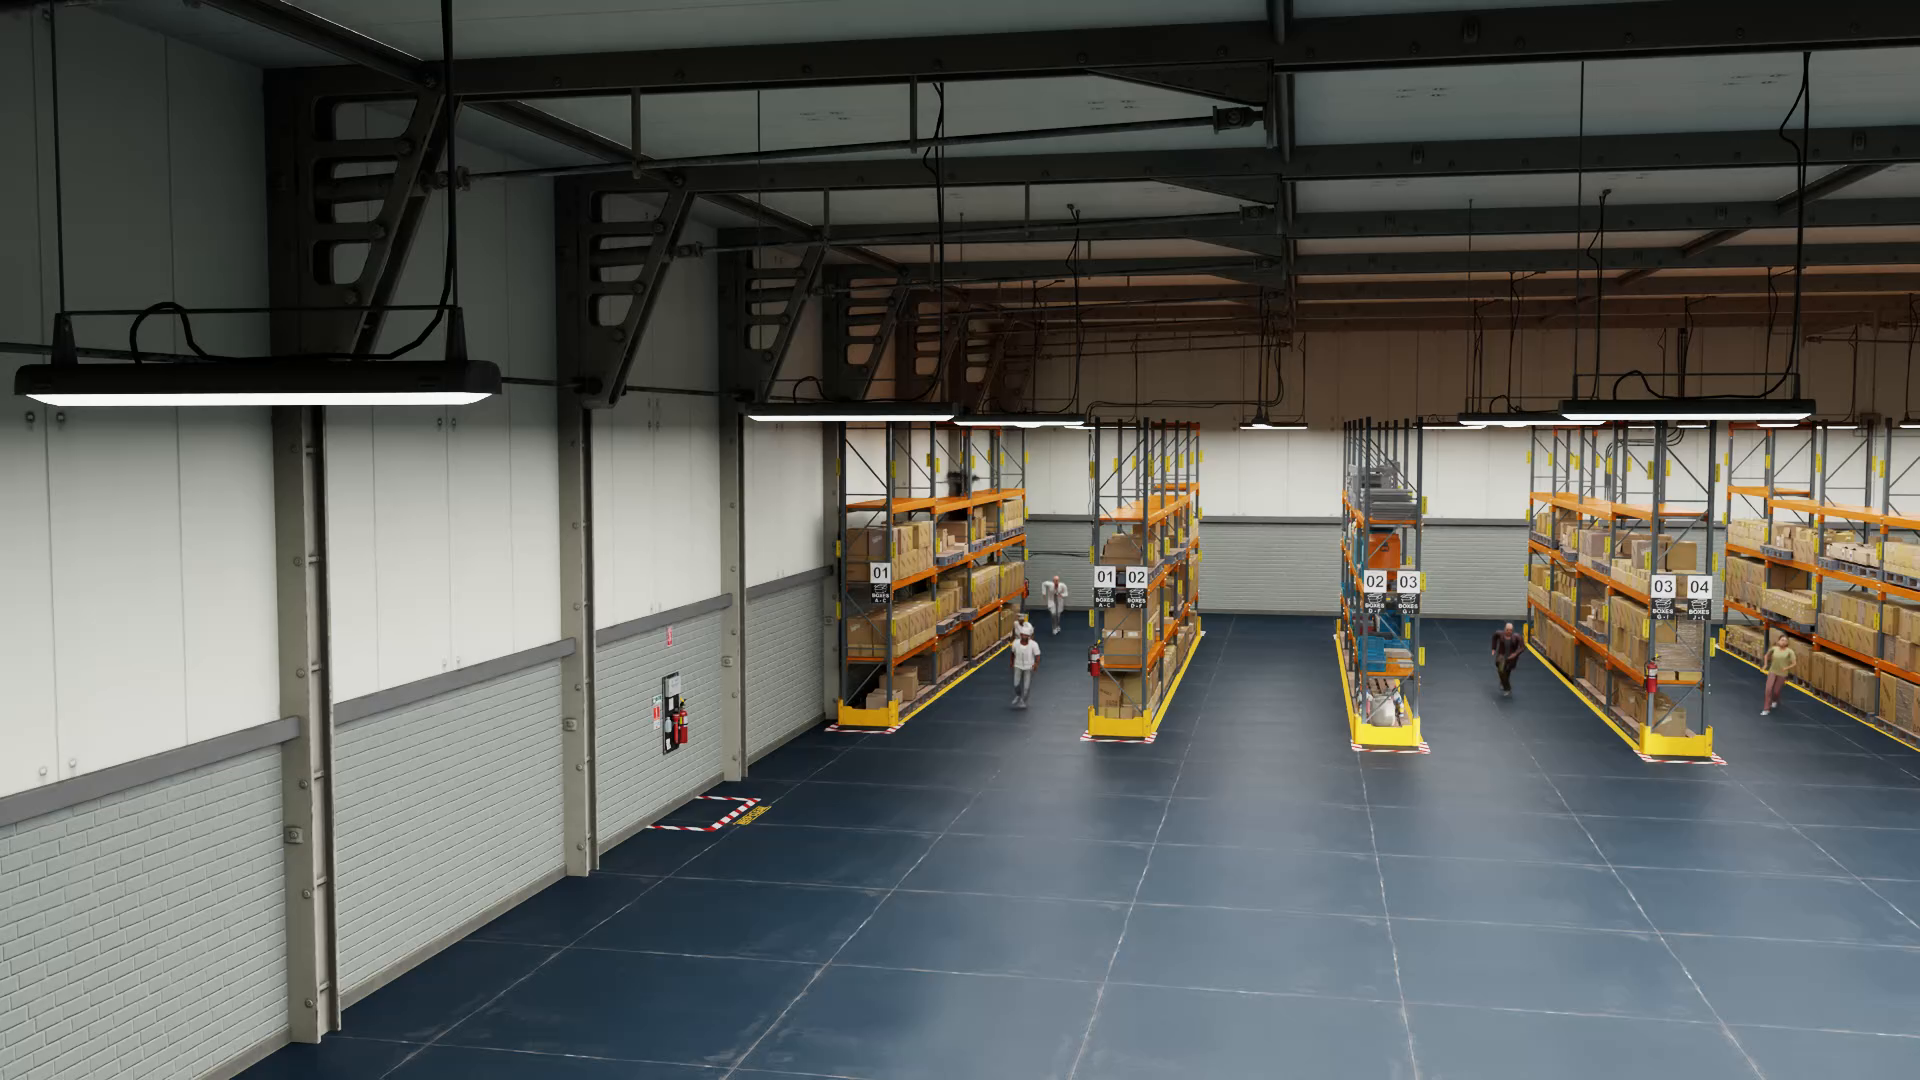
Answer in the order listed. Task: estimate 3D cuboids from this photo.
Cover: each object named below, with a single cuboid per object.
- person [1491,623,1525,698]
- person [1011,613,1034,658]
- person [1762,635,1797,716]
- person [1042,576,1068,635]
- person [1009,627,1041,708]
[{"bbox_3d":[11.950,2.568,36.270,0.707,1.619,1.117,1,4,17],"label":"person"},{"bbox_3d":[1.498,2.431,39.011,0.596,1.508,1.026,1,4,15],"label":"person"},{"bbox_3d":[16.603,2.720,33.696,0.623,1.629,0.855,2,4,34],"label":"person"},{"bbox_3d":[2.698,1.909,47.230,0.740,1.614,1.043,0,4,2],"label":"person"},{"bbox_3d":[1.321,2.631,34.246,0.710,1.701,0.794,1,4,9],"label":"person"}]
